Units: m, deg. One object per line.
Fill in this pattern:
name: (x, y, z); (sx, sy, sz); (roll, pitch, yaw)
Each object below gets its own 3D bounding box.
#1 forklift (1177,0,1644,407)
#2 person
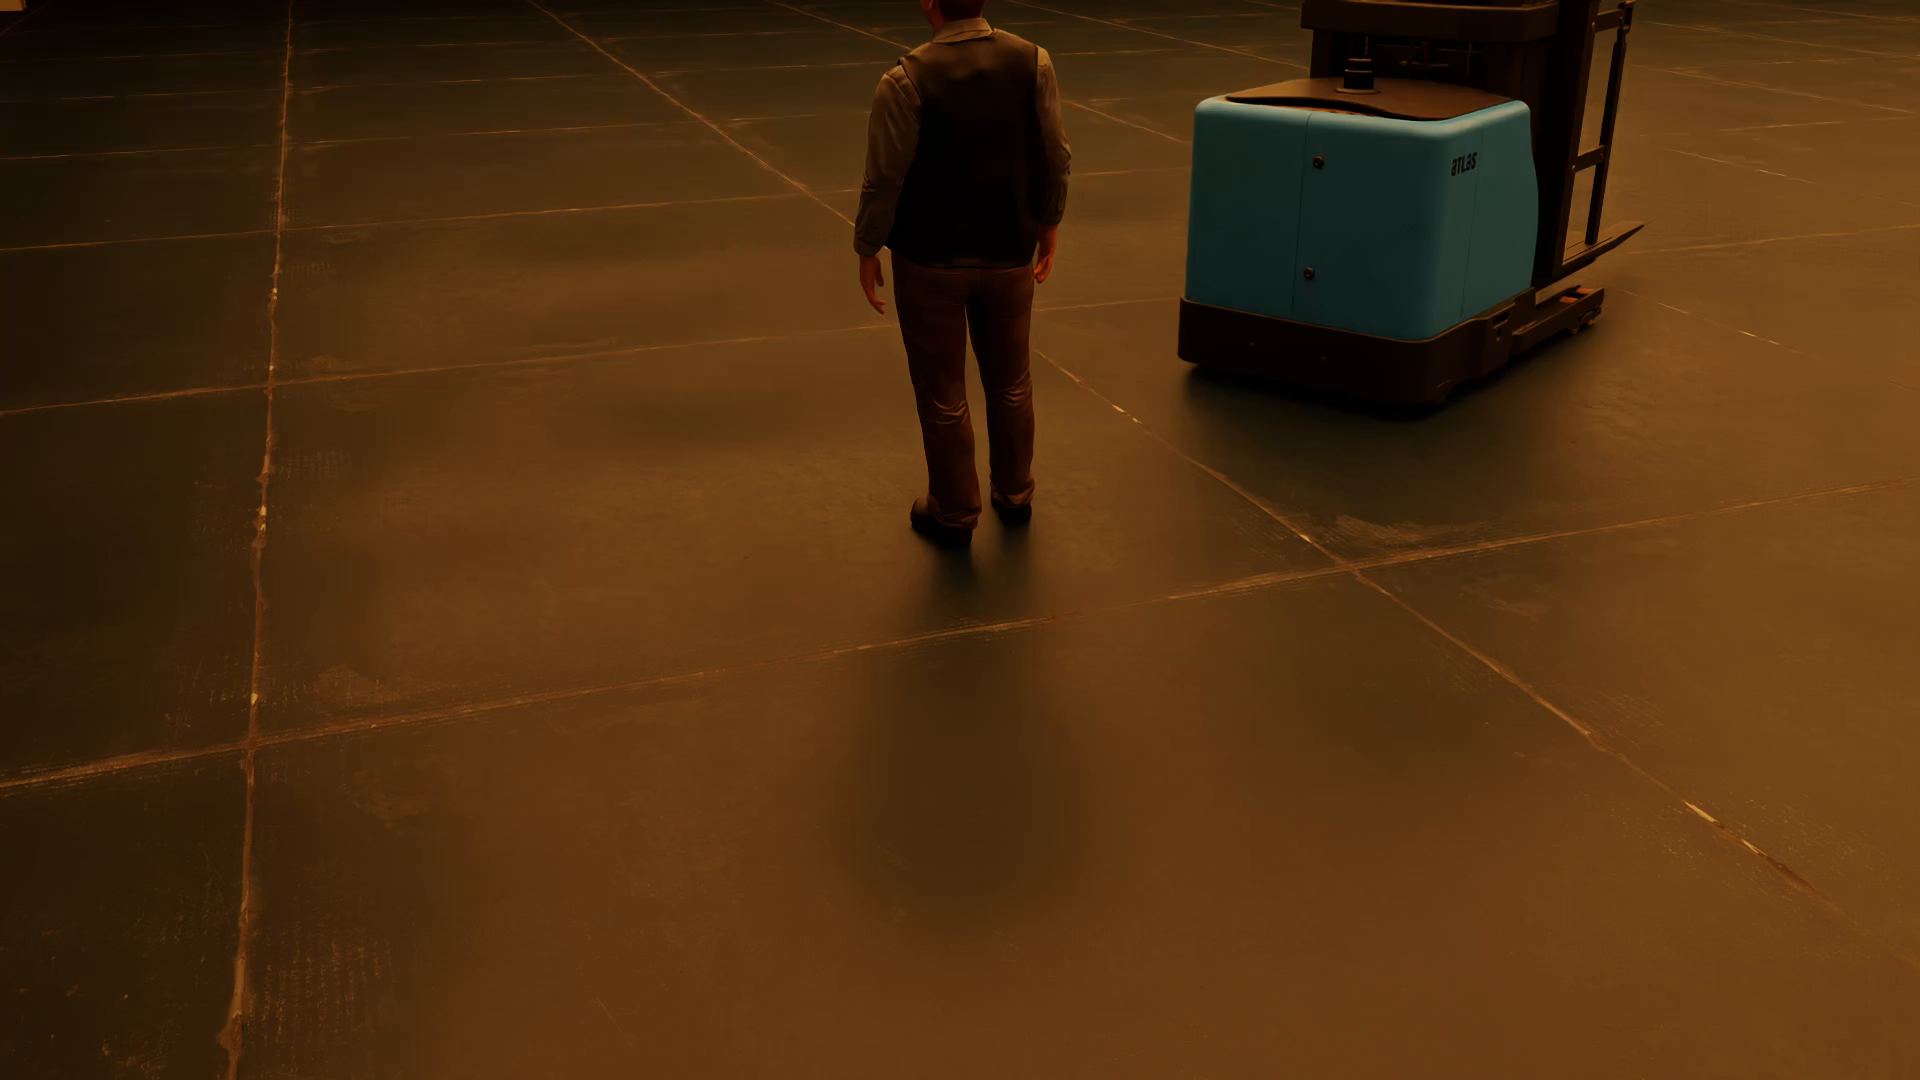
forklift: (2.182, -2.342, 6.869); (1.130, 2.935, 3.031); (17, 28, 35)
person: (-0.014, -0.824, 4.799); (0.632, 1.720, 0.568); (-8, 24, -18)
